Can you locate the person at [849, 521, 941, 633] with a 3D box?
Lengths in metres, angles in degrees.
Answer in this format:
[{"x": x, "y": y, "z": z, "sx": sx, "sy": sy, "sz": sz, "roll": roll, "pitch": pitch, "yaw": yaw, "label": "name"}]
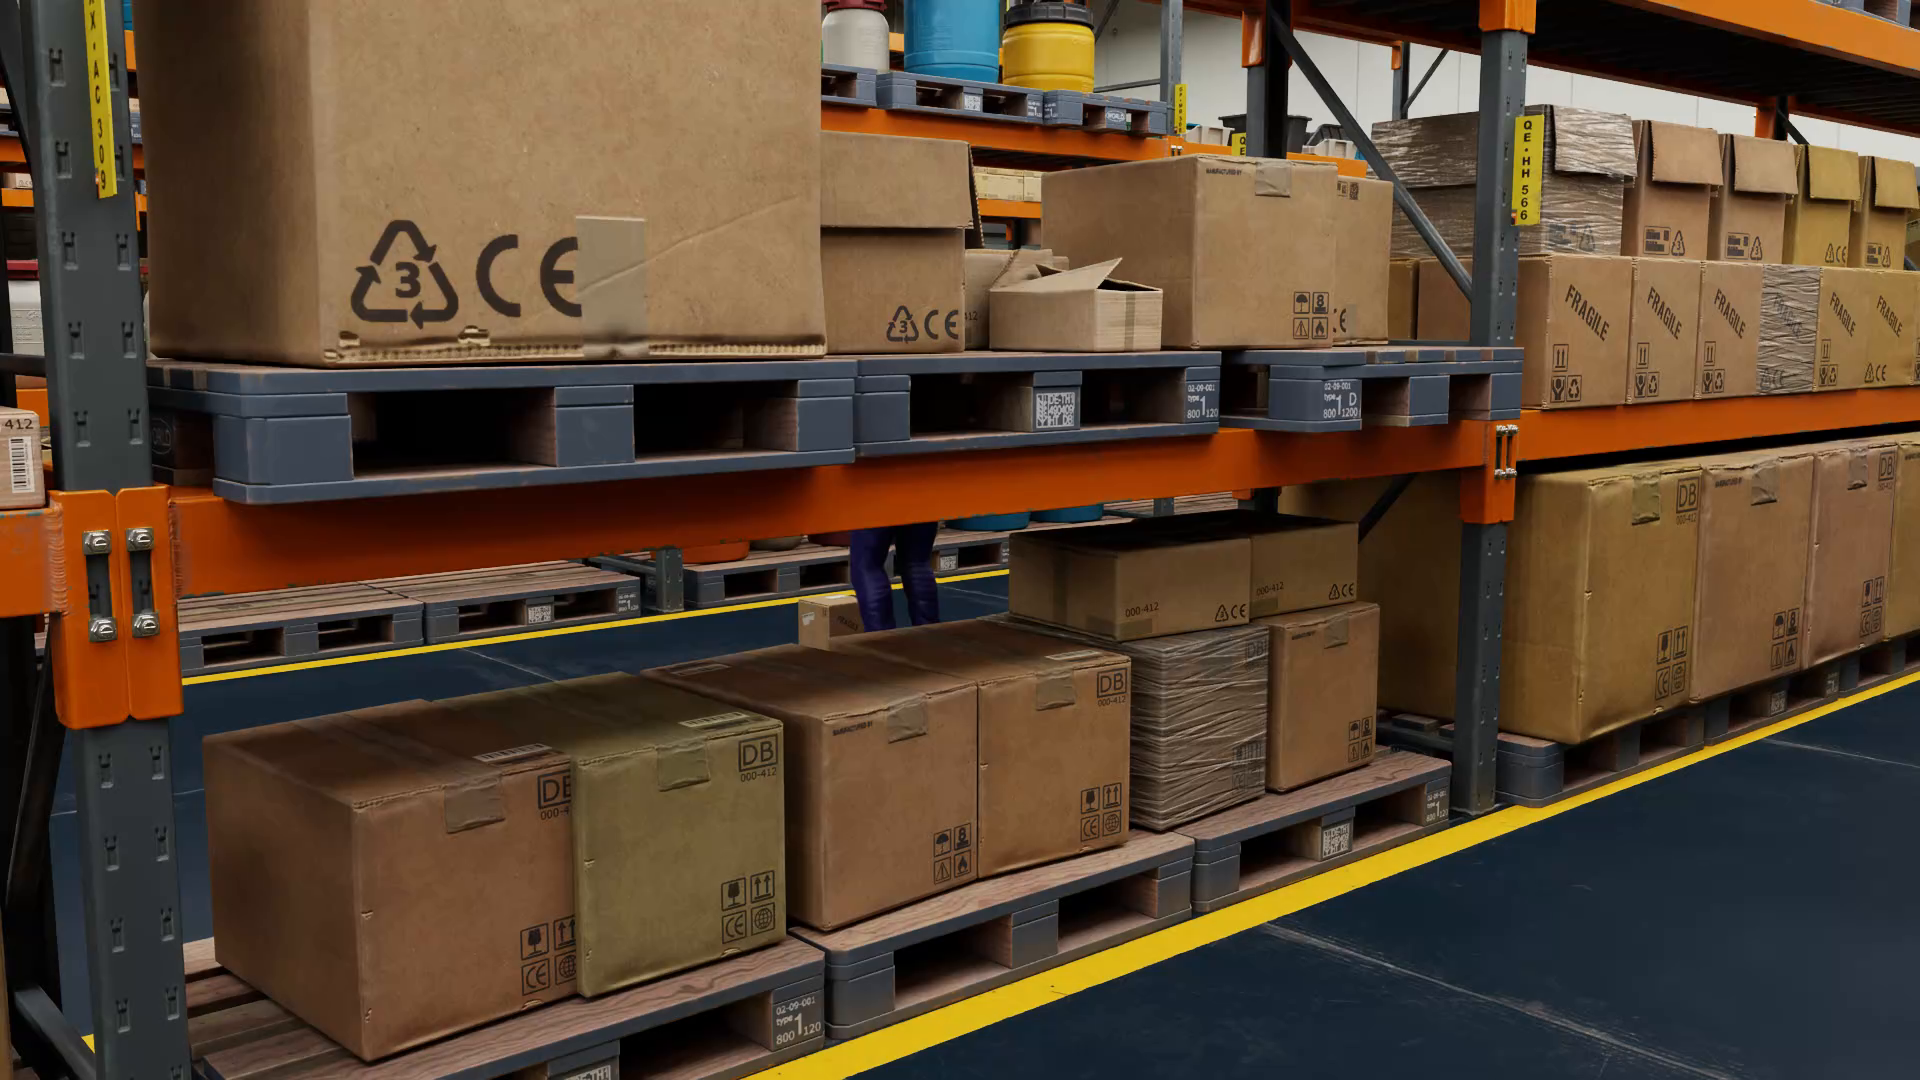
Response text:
[{"x": -0.309, "y": -0.222, "z": 7.588, "sx": 0.474, "sy": 1.640, "sz": 0.339, "roll": -6, "pitch": 10, "yaw": -40, "label": "person"}]
